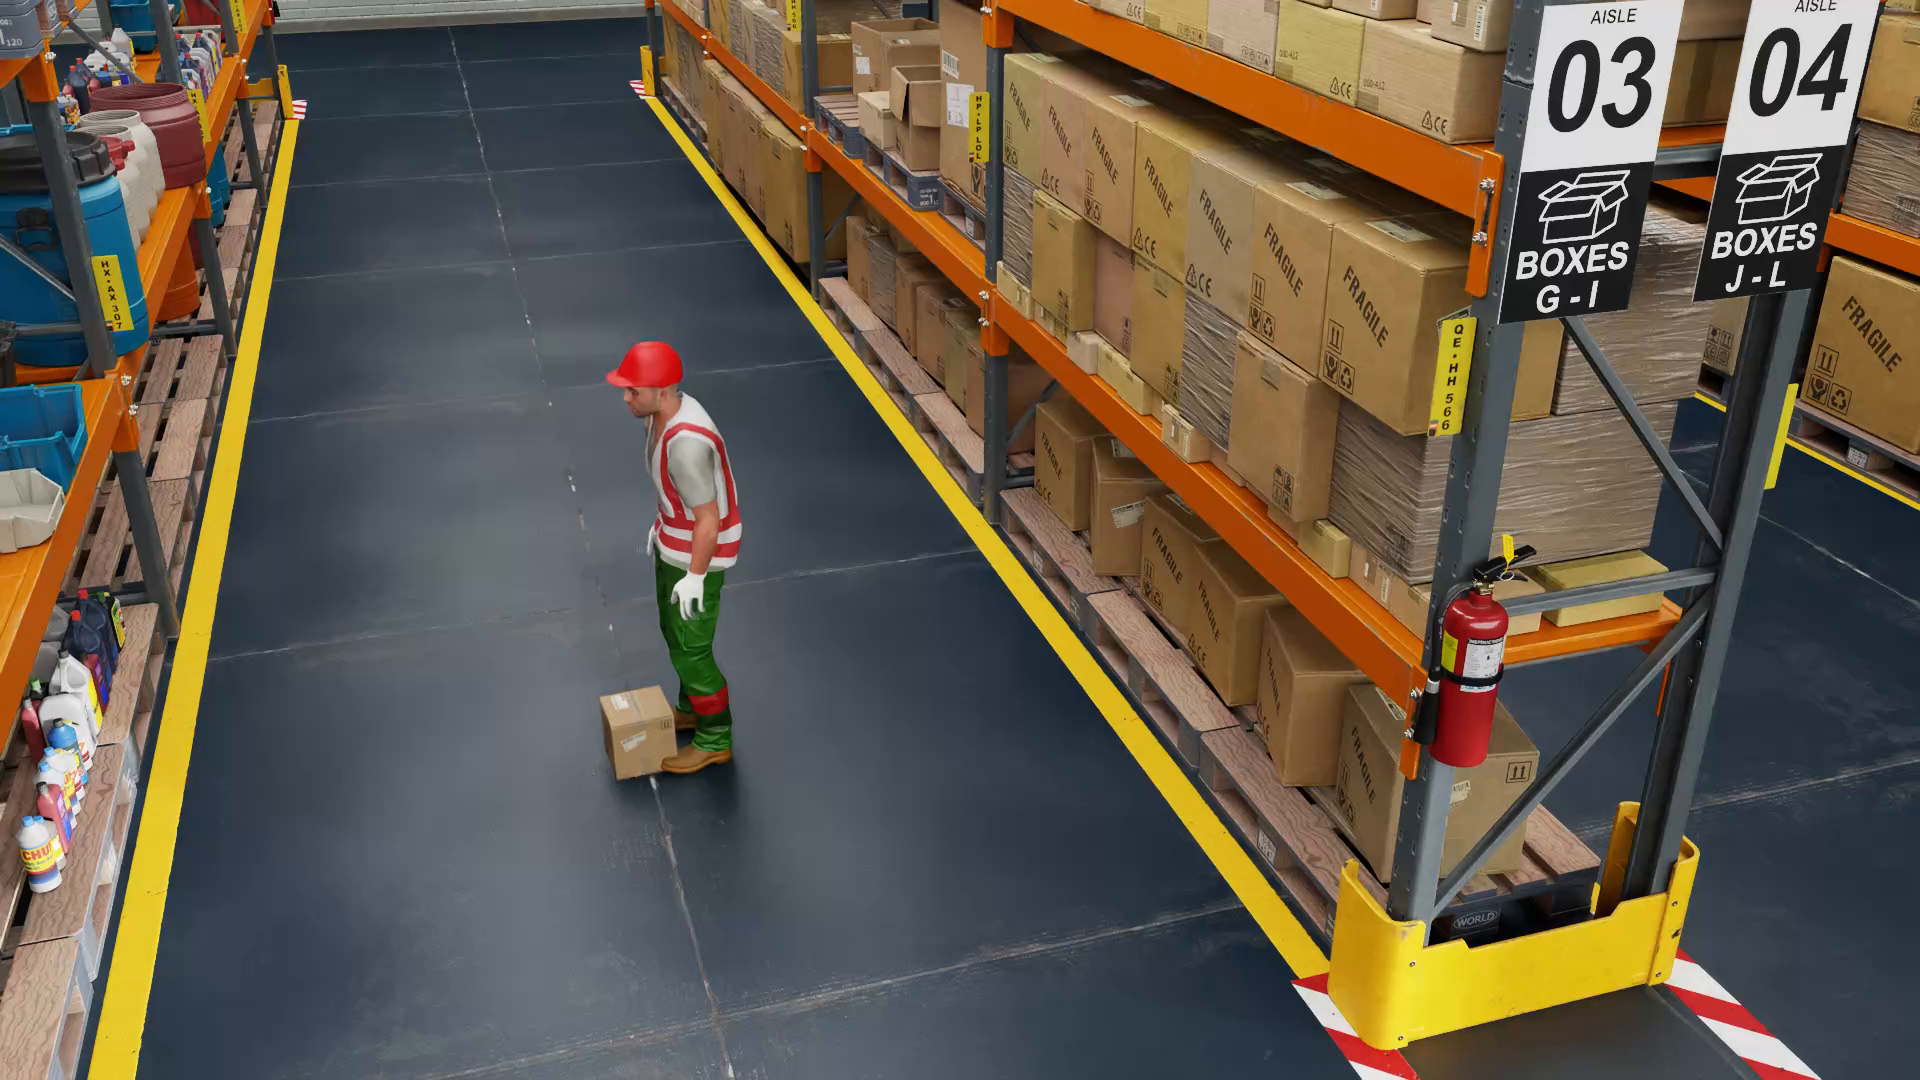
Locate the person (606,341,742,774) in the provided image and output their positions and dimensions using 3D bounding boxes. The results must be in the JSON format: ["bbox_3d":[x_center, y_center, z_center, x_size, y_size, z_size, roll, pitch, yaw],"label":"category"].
[{"bbox_3d":[-1.085,0.062,6.472,0.449,1.778,0.595,-9,28,-18],"label":"person"}]
